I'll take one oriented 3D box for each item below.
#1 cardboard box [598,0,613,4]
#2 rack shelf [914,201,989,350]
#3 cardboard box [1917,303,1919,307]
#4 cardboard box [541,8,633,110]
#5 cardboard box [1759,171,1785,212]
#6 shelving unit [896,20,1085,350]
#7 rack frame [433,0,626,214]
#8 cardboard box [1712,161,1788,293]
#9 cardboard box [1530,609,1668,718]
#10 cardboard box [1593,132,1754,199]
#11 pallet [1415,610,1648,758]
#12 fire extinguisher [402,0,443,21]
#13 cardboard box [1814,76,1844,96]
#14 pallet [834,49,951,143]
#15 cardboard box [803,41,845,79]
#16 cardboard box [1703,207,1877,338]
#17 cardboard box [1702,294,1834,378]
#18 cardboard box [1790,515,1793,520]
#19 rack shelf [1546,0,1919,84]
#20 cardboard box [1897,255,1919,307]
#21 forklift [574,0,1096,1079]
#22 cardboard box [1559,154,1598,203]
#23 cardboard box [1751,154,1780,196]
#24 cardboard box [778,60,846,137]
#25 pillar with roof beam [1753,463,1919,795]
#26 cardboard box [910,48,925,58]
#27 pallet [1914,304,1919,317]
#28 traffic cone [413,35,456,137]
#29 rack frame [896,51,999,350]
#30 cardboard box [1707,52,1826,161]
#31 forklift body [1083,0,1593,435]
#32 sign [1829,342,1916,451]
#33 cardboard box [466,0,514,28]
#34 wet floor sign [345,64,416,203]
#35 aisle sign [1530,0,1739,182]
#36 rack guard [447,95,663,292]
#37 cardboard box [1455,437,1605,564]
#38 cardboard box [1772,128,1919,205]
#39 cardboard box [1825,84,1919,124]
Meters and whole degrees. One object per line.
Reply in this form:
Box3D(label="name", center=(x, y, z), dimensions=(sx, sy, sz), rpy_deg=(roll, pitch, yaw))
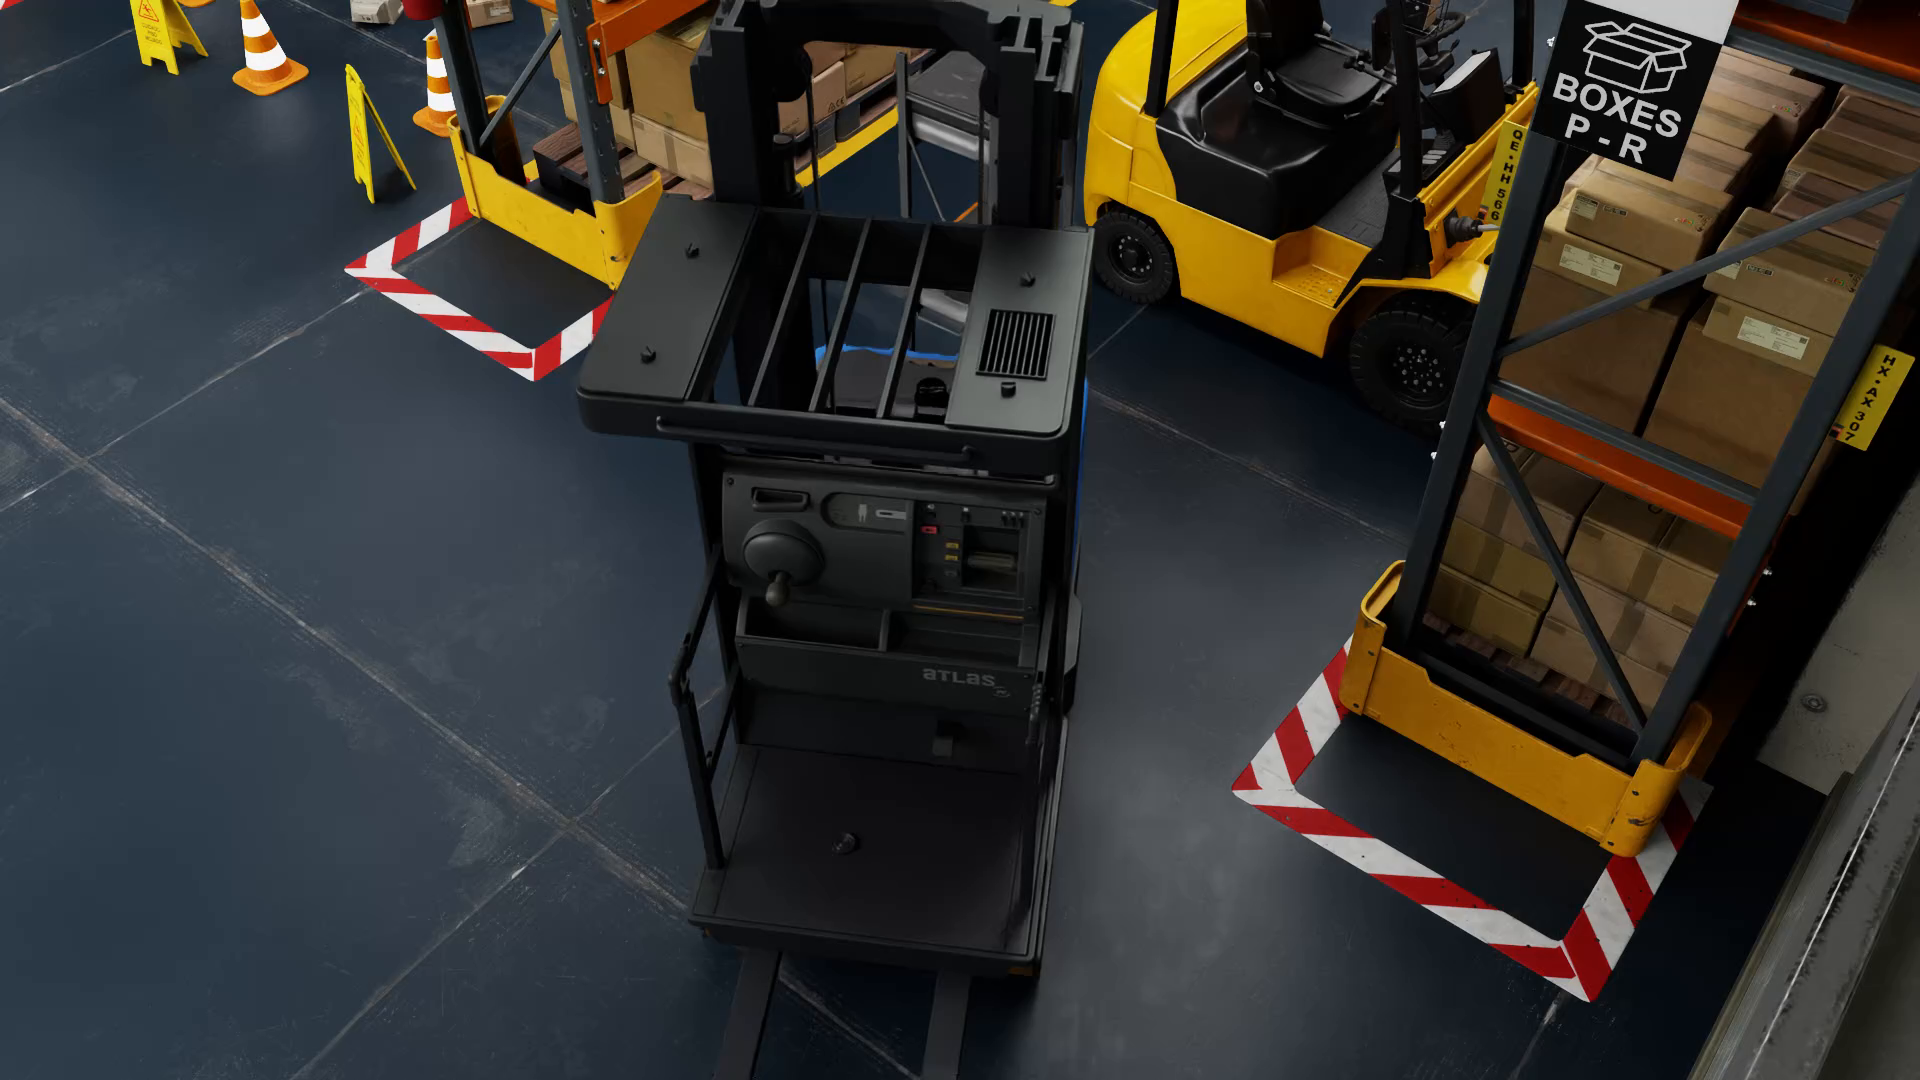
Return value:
Box3D(label="cardboard box", center=(-1.595, -2.505, 7.243), dimensions=(0.380, 0.149, 0.250), rpy_deg=(29, 53, 25))
Box3D(label="rack shelf", center=(0.102, -0.899, 6.175), dimensions=(0.431, 0.518, 0.480), rpy_deg=(27, 52, 23))
Box3D(label="cardboard box", center=(3.974, -1.282, 7.166), dimensions=(0.500, 0.250, 0.500), rpy_deg=(30, 53, 26))
Box3D(label="cardboard box", center=(-1.683, -2.517, 8.173), dimensions=(0.500, 0.500, 0.500), rpy_deg=(30, 53, 25))
Box3D(label="cardboard box", center=(2.637, -0.947, 5.062), dimensions=(0.380, 0.149, 0.250), rpy_deg=(28, 53, 24))
Box3D(label="shelving unit", center=(0.102, -0.908, 6.165), dimensions=(0.431, 2.100, 0.503), rpy_deg=(27, 52, 23))
Box3D(label="rack frame", center=(-1.967, -2.489, 7.054), dimensions=(1.000, 3.000, 0.127), rpy_deg=(29, 53, 25))
Box3D(label="cardboard box", center=(2.381, -1.022, 5.583), dimensions=(0.500, 0.500, 0.500), rpy_deg=(31, 54, 26))
Box3D(label="cardboard box", center=(2.418, 0.313, 5.988), dimensions=(0.500, 0.250, 0.500), rpy_deg=(29, 53, 25))
Box3D(label="cardboard box", center=(2.142, -1.111, 5.014), dimensions=(0.380, 0.149, 0.250), rpy_deg=(29, 53, 25))
Box3D(label="pallet", center=(2.398, 0.210, 6.403), dimensions=(1.003, 0.211, 1.213), rpy_deg=(29, 53, 25))
Box3D(label="fire extinguisher", center=(-2.401, -2.601, 7.214), dimensions=(0.296, 0.674, 0.183), rpy_deg=(29, 53, 25))
Box3D(label="cardboard box", center=(2.943, -1.726, 5.806), dimensions=(0.380, 0.149, 0.250), rpy_deg=(29, 53, 25))
Box3D(label="pallet", center=(-0.649, -2.714, 9.197), dimensions=(1.003, 0.211, 1.213), rpy_deg=(29, 53, 25))
Box3D(label="cardboard box", center=(-0.924, -2.598, 8.250), dimensions=(0.500, 0.500, 0.500), rpy_deg=(27, 52, 24))
Box3D(label="cardboard box", center=(2.338, -0.756, 4.675), dimensions=(0.380, 0.149, 0.250), rpy_deg=(28, 53, 24))
Box3D(label="cardboard box", center=(2.376, -0.635, 4.765), dimensions=(0.380, 0.149, 0.250), rpy_deg=(28, 52, 24))
Box3D(label="cardboard box", center=(3.050, -0.259, 6.534), dimensions=(0.500, 0.250, 0.500), rpy_deg=(29, 53, 25))
Box3D(label="rack shelf", center=(3.186, -2.229, 5.228), dimensions=(1.077, 0.370, 4.000), rpy_deg=(29, 53, 25))
Box3D(label="cardboard box", center=(2.787, -0.800, 5.371), dimensions=(0.500, 0.500, 0.500), rpy_deg=(31, 54, 26))
Box3D(label="forklift", center=(-0.249, 0.118, 4.610), dimensions=(1.130, 2.935, 3.031), rpy_deg=(6, 47, 5))
Box3D(label="cardboard box", center=(2.086, -1.037, 5.149), dimensions=(0.380, 0.149, 0.250), rpy_deg=(30, 53, 26))
Box3D(label="cardboard box", center=(2.454, -1.296, 5.395), dimensions=(0.380, 0.149, 0.250), rpy_deg=(29, 53, 25))
Box3D(label="cardboard box", center=(-0.937, -2.313, 8.496), dimensions=(0.500, 0.250, 0.500), rpy_deg=(31, 54, 26))
Box3D(label="pillar with roof beam", center=(-0.304, -4.273, 4.608), dimensions=(9.100, 9.000, 0.400), rpy_deg=(29, 53, 25))
Box3D(label="cardboard box", center=(-0.302, -2.918, 9.075), dimensions=(0.500, 0.250, 0.500), rpy_deg=(30, 53, 26))
Box3D(label="pallet", center=(3.890, -1.186, 7.737), dimensions=(1.003, 0.211, 1.213), rpy_deg=(29, 53, 25))
Box3D(label="traffic cone", center=(-2.725, -2.429, 8.751), dimensions=(0.336, 0.463, 0.334), rpy_deg=(29, 53, 25))
Box3D(label="rack frame", center=(-0.037, -0.763, 6.027), dimensions=(0.400, 2.100, 0.015), rpy_deg=(27, 52, 23))
Box3D(label="cardboard box", center=(2.492, -1.383, 5.273), dimensions=(0.380, 0.149, 0.250), rpy_deg=(30, 53, 25))
Box3D(label="forklift body", center=(1.679, -1.896, 7.073), dimensions=(2.313, 2.155, 1.214), rpy_deg=(29, 53, 25))
Box3D(label="sign", center=(2.399, -0.375, 4.380), dimensions=(0.100, 0.325, 0.005), rpy_deg=(29, 53, 25))
Box3D(label="cardboard box", center=(-2.764, -3.147, 9.654), dimensions=(0.250, 0.149, 0.380), rpy_deg=(-17, 49, -15))
Box3D(label="wet floor sign", center=(-2.930, -2.041, 8.253), dimensions=(0.232, 0.644, 0.267), rpy_deg=(-25, 51, -22))
Box3D(label="aisle sign", center=(1.691, -1.287, 4.108), dimensions=(0.394, 0.787, 0.004), rpy_deg=(29, 53, 25))
Box3D(label="rack guard", center=(-1.920, -1.669, 7.999), dimensions=(1.175, 0.500, 0.348), rpy_deg=(29, 53, 25))
Box3D(label="cardboard box", center=(1.998, -0.239, 5.824), dimensions=(0.500, 0.250, 0.500), rpy_deg=(31, 54, 26))
Box3D(label="cardboard box", center=(2.675, -1.048, 4.954), dimensions=(0.380, 0.149, 0.250), rpy_deg=(30, 53, 26))
Box3D(label="cardboard box", center=(2.979, -1.345, 5.237), dimensions=(0.380, 0.149, 0.250), rpy_deg=(31, 54, 26))
